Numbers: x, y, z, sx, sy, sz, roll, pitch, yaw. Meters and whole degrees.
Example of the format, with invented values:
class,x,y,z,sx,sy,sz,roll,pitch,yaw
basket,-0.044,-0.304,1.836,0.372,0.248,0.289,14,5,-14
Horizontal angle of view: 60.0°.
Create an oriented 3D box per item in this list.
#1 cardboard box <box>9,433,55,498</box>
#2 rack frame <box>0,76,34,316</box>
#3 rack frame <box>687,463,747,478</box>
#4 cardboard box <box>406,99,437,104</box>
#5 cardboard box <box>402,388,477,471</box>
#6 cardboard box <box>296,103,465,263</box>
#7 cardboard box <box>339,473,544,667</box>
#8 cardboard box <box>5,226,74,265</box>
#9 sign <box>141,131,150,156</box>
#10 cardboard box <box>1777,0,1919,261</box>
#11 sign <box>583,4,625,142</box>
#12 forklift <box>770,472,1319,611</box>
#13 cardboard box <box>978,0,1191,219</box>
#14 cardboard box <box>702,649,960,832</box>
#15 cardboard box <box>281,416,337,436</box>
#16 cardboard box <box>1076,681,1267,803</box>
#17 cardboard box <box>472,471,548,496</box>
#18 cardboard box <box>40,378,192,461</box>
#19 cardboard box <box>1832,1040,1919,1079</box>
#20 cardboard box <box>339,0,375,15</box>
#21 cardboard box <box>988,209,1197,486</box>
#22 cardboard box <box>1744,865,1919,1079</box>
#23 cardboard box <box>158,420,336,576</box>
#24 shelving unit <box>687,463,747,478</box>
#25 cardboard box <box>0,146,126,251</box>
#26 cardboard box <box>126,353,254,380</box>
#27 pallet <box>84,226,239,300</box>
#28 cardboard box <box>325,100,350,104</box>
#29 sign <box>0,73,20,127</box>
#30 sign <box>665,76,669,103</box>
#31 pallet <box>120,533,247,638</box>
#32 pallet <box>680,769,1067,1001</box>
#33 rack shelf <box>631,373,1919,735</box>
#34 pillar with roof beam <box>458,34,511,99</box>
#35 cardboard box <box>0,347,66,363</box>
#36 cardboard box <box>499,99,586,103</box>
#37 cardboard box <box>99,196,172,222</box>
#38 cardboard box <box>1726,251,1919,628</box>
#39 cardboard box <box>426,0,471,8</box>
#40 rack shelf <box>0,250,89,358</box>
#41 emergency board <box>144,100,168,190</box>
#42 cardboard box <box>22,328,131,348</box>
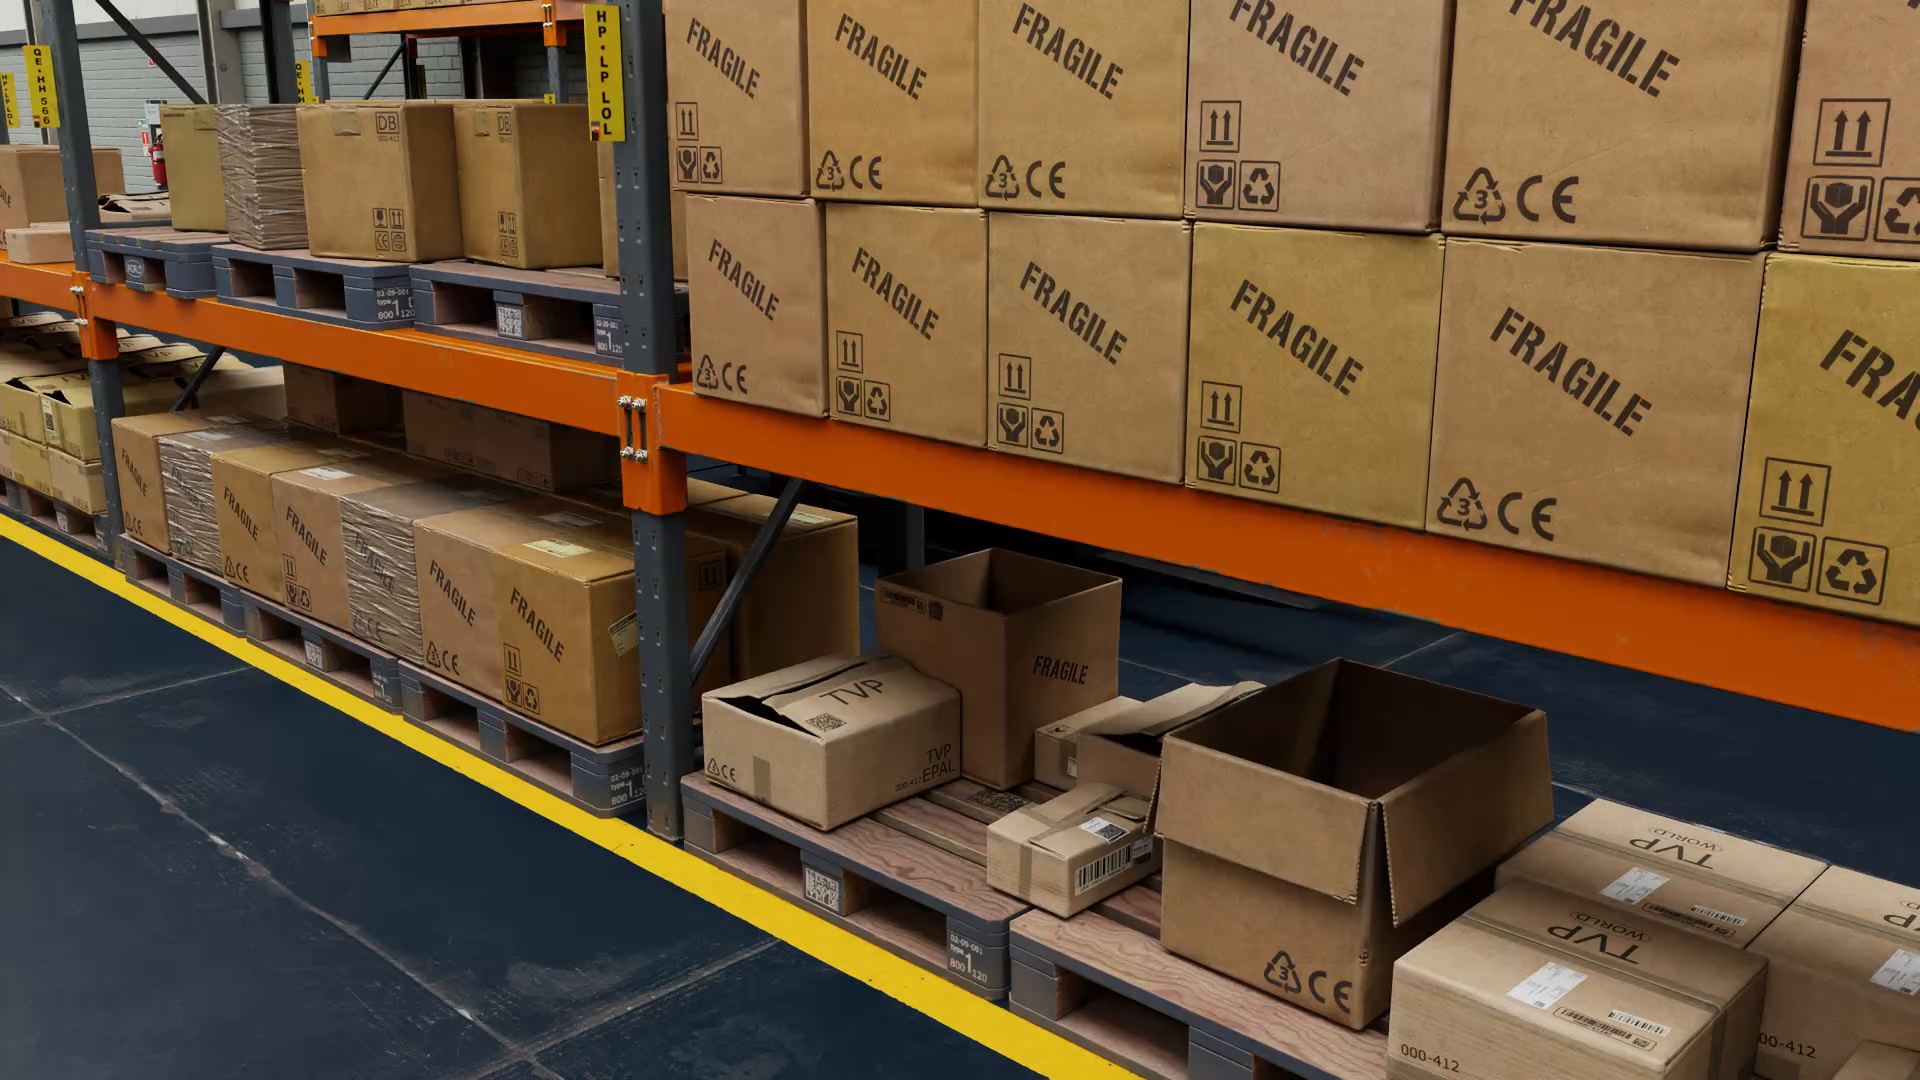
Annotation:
class,x,y,z,sx,sy,sz,roll,pitch,yaw
cardboard box,-4.301,-0.408,8.169,0.500,0.250,0.500,13,20,42
rack frame,-6.259,-2.098,10.035,0.127,3.000,1.000,14,20,42
rack frame,-1.377,-0.867,9.027,0.032,1.125,0.500,13,20,41
cardboard box,-4.471,-3.592,14.538,0.500,0.500,0.500,-14,20,-42
cardboard box,-1.760,-0.456,6.330,0.500,0.250,0.500,13,20,41
cardboard box,-1.814,-1.248,5.740,0.500,0.500,0.700,8,17,28
cardboard box,-1.764,0.089,5.728,0.500,0.500,0.500,14,20,43
cardboard box,-4.218,-1.384,7.792,0.250,0.149,0.380,14,20,42
sign,-10.996,-5.355,22.463,0.234,0.329,0.001,14,20,42
cardboard box,1.504,-0.646,2.283,0.500,0.500,0.500,-14,20,-43
sign,-0.882,-1.157,4.127,0.005,0.325,0.100,14,20,42
forklift,0.468,-1.281,7.036,1.130,2.935,3.031,-14,20,-42
cardboard box,0.386,-0.916,3.319,0.500,0.500,0.500,13,19,41
cardboard box,-0.347,0.503,4.513,0.500,0.311,0.500,14,20,42
cardboard box,-2.543,-0.280,7.144,0.500,0.500,0.500,-14,20,-42
cardboard box,0.647,0.570,4.257,0.500,0.311,0.500,14,20,42
cardboard box,-1.425,-0.010,6.108,0.500,0.500,0.500,14,20,43
cardboard box,-3.927,-0.589,7.752,0.500,0.311,0.500,-14,20,-43
cardboard box,1.589,1.023,2.805,0.250,0.166,0.380,14,20,42
cardboard box,-5.273,-5.003,14.998,0.500,0.500,0.500,-13,19,-41
cardboard box,0.408,-0.431,3.438,0.500,0.500,0.500,14,20,42
cardboard box,1.826,0.886,3.165,0.500,0.250,0.500,14,20,42
cardboard box,-2.869,-0.179,6.756,0.500,0.500,0.500,13,19,40
shelving unit,-1.005,-0.779,8.692,1.048,1.125,0.538,13,20,41
cardboard box,-4.598,-1.737,8.452,0.500,0.500,0.500,12,19,39
cardboard box,-3.936,-0.777,8.475,0.500,0.311,0.500,13,19,41
pallet,-2.842,-1.199,6.966,1.003,0.211,1.213,14,20,42
cardboard box,-5.567,-3.860,15.567,0.500,0.500,0.500,14,20,42
sign,-5.889,-2.720,10.284,0.005,0.325,0.100,14,20,42
sign,-2.440,-3.660,13.732,0.005,0.325,0.100,14,20,42
pallet,-2.868,0.089,7.172,1.213,0.211,1.003,14,20,42
pallet,-0.006,0.772,4.551,1.213,0.211,1.003,14,20,42
rack shelf,0.940,0.000,3.409,4.000,0.370,1.077,14,20,42
pillar with roof beam,-7.586,-5.854,12.552,0.400,9.000,9.100,14,20,42
cardboard box,-5.026,-0.856,8.775,0.500,0.311,0.500,-14,20,-43
cardboard box,-3.378,-3.324,13.512,0.500,0.500,0.500,14,20,42
cardboard box,-3.611,-1.426,7.634,0.500,0.311,0.500,-13,19,-41
cardboard box,1.493,-0.165,2.420,0.500,0.500,0.500,14,20,43
cardboard box,-4.138,-4.732,13.957,0.500,0.500,0.500,13,19,40
rack shelf,-4.819,-1.400,8.783,4.000,0.370,1.077,14,20,42
emergency board,-10.670,-5.222,22.024,0.643,1.169,0.194,14,20,42
cardboard box,-5.032,-1.046,9.504,0.500,0.311,0.500,14,20,42
